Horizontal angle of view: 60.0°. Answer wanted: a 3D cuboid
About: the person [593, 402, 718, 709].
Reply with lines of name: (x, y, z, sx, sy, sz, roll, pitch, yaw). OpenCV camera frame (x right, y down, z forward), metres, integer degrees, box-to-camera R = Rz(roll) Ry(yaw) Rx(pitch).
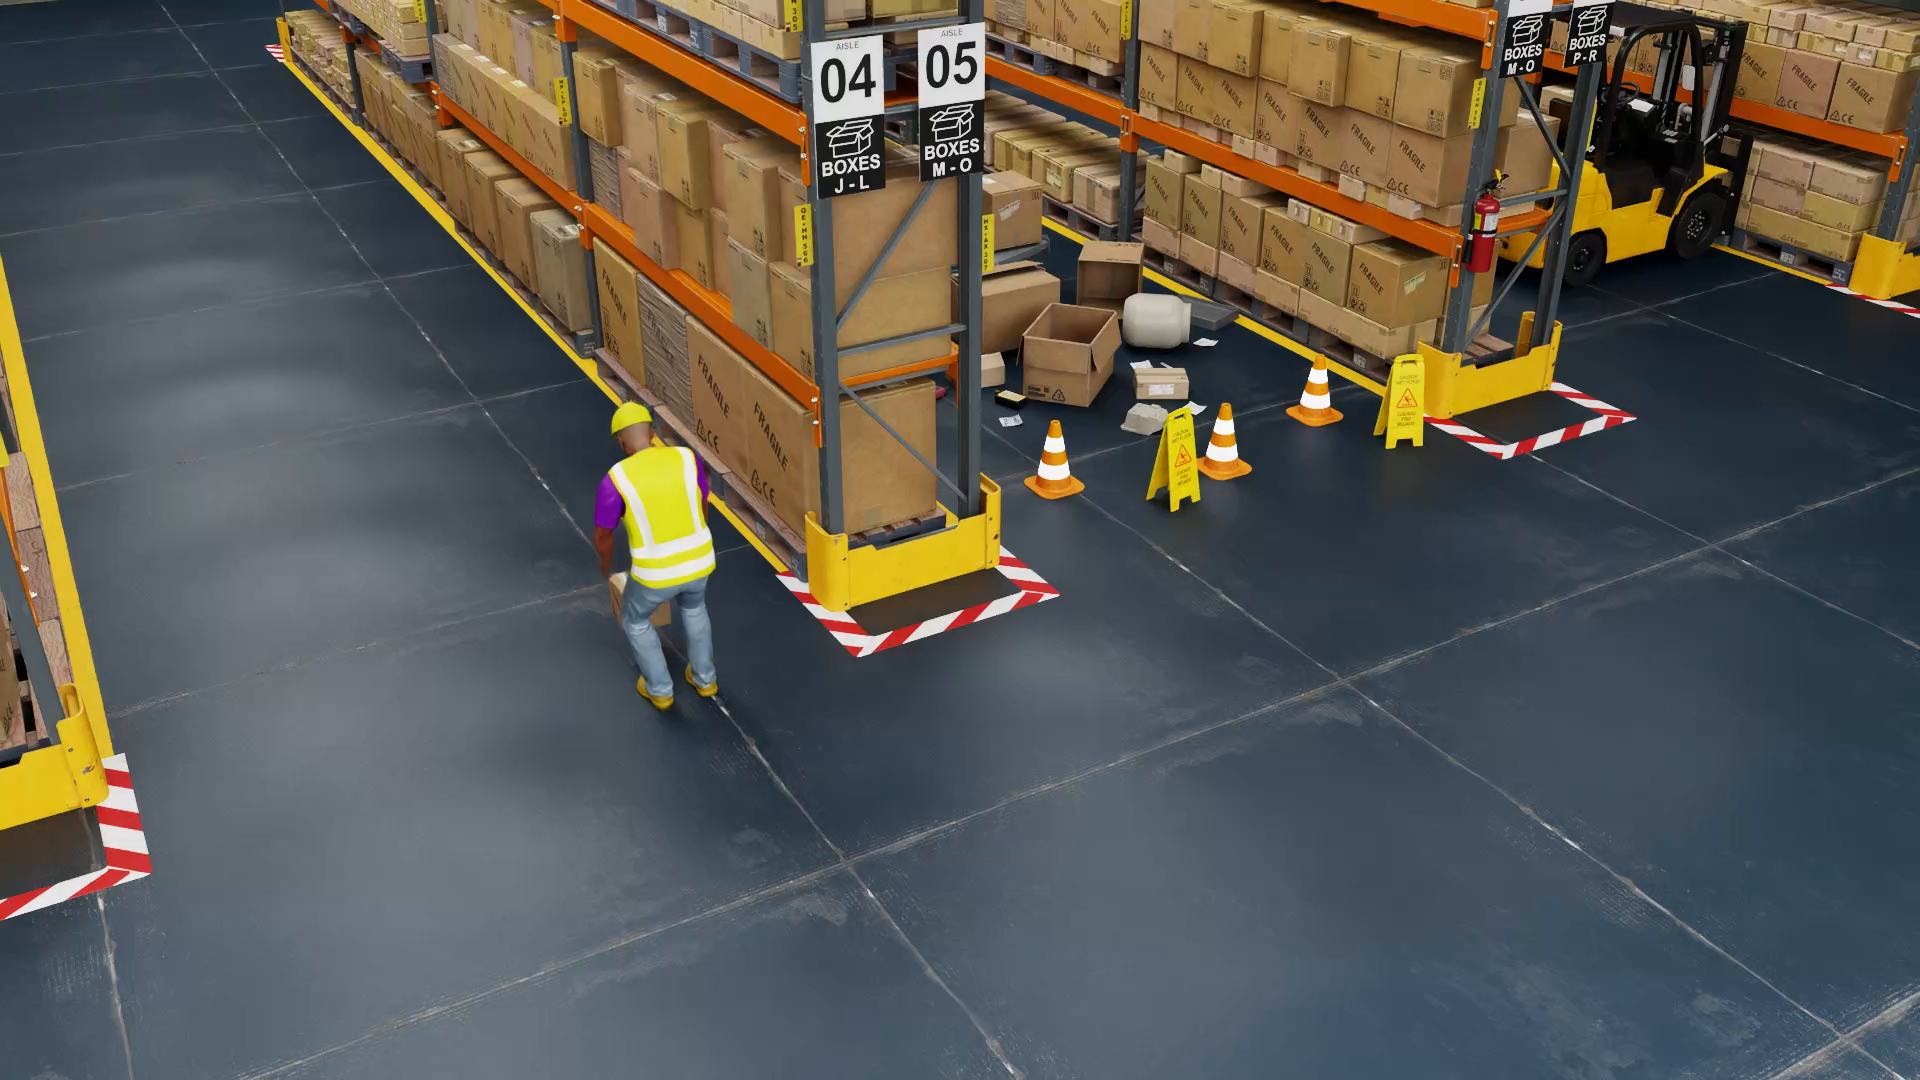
person: (-1.552, 0.097, 8.525, 0.616, 1.613, 0.599, -15, 32, -26)
